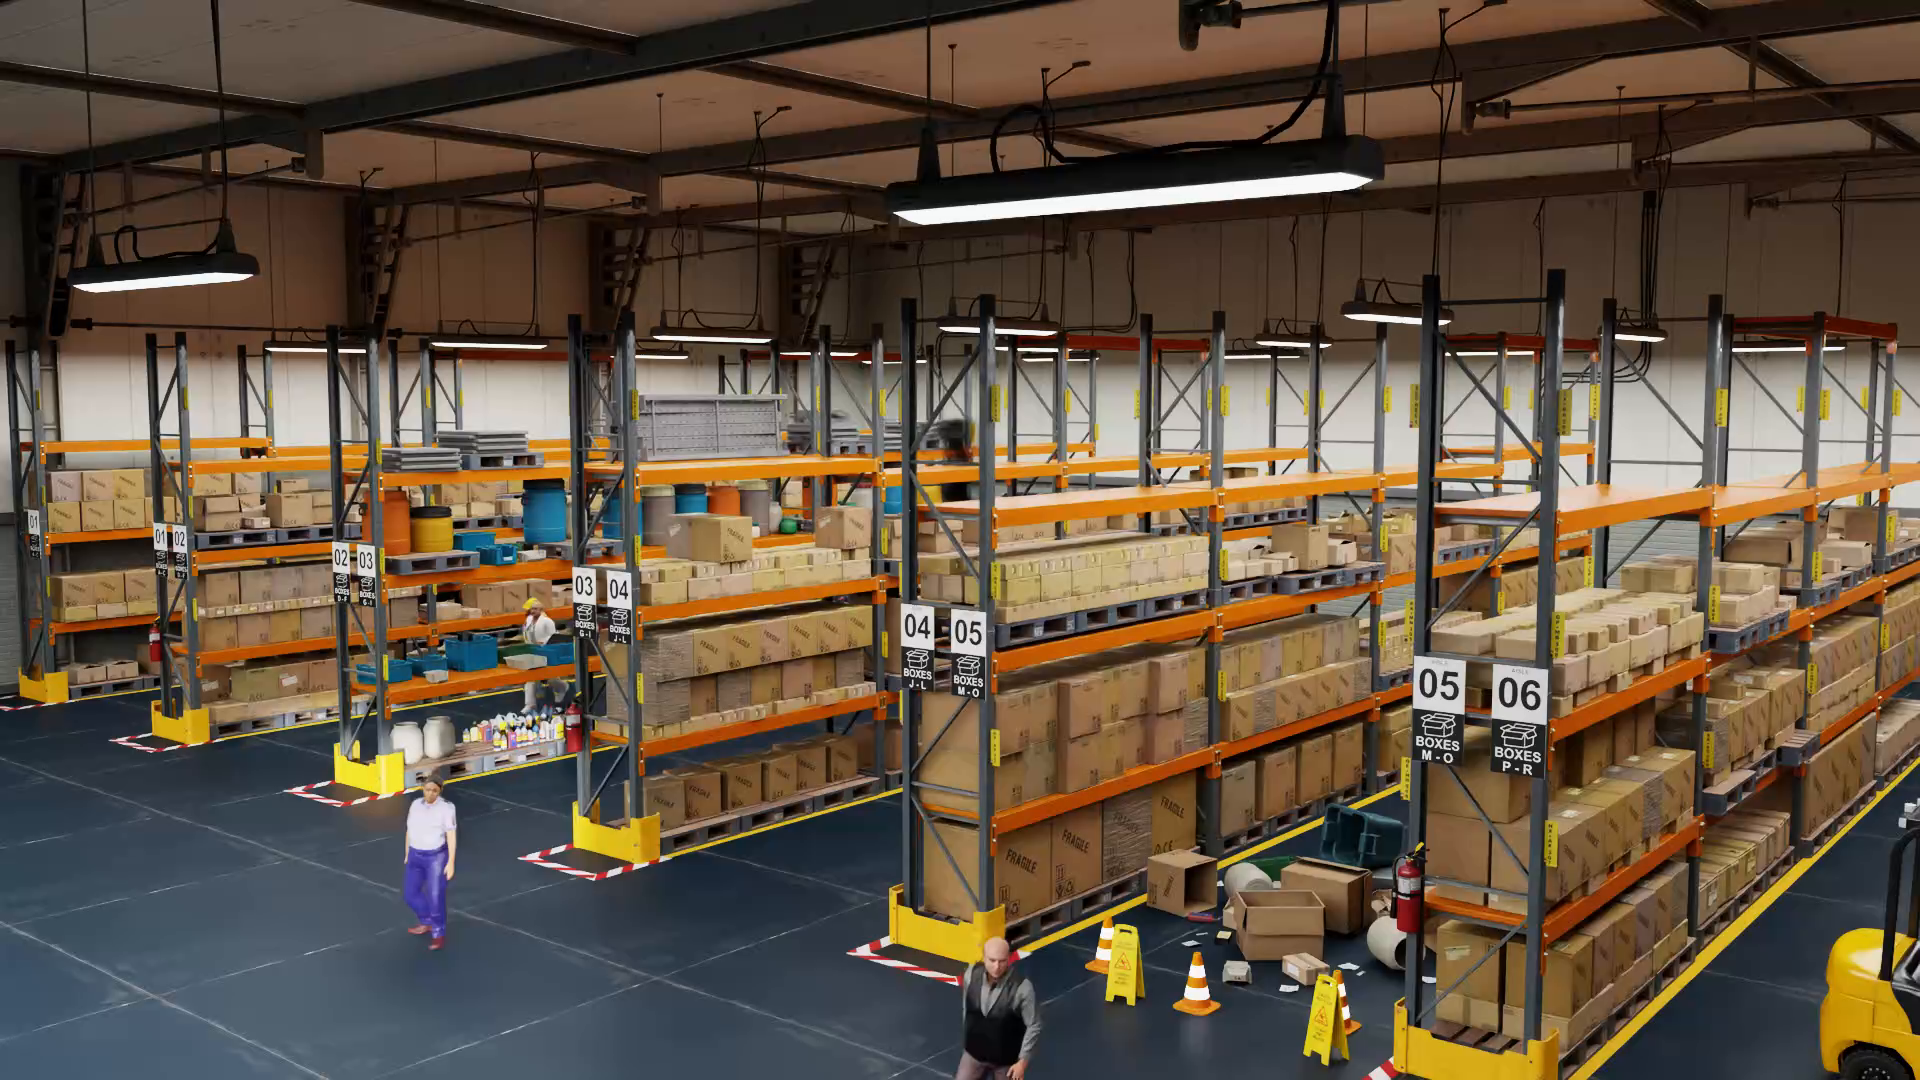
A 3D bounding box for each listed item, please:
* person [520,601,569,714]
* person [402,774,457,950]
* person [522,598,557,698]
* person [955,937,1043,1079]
[{"bbox_3d":[-6.763,1.864,26.907,0.687,1.780,1.039,2,6,25],"label":"person"},{"bbox_3d":[-4.947,2.963,15.500,0.612,1.631,0.492,1,5,14],"label":"person"},{"bbox_3d":[-7.021,1.806,27.875,0.496,1.720,0.779,1,5,7],"label":"person"},{"bbox_3d":[0.248,3.359,10.799,0.639,1.674,0.720,2,5,18],"label":"person"}]
